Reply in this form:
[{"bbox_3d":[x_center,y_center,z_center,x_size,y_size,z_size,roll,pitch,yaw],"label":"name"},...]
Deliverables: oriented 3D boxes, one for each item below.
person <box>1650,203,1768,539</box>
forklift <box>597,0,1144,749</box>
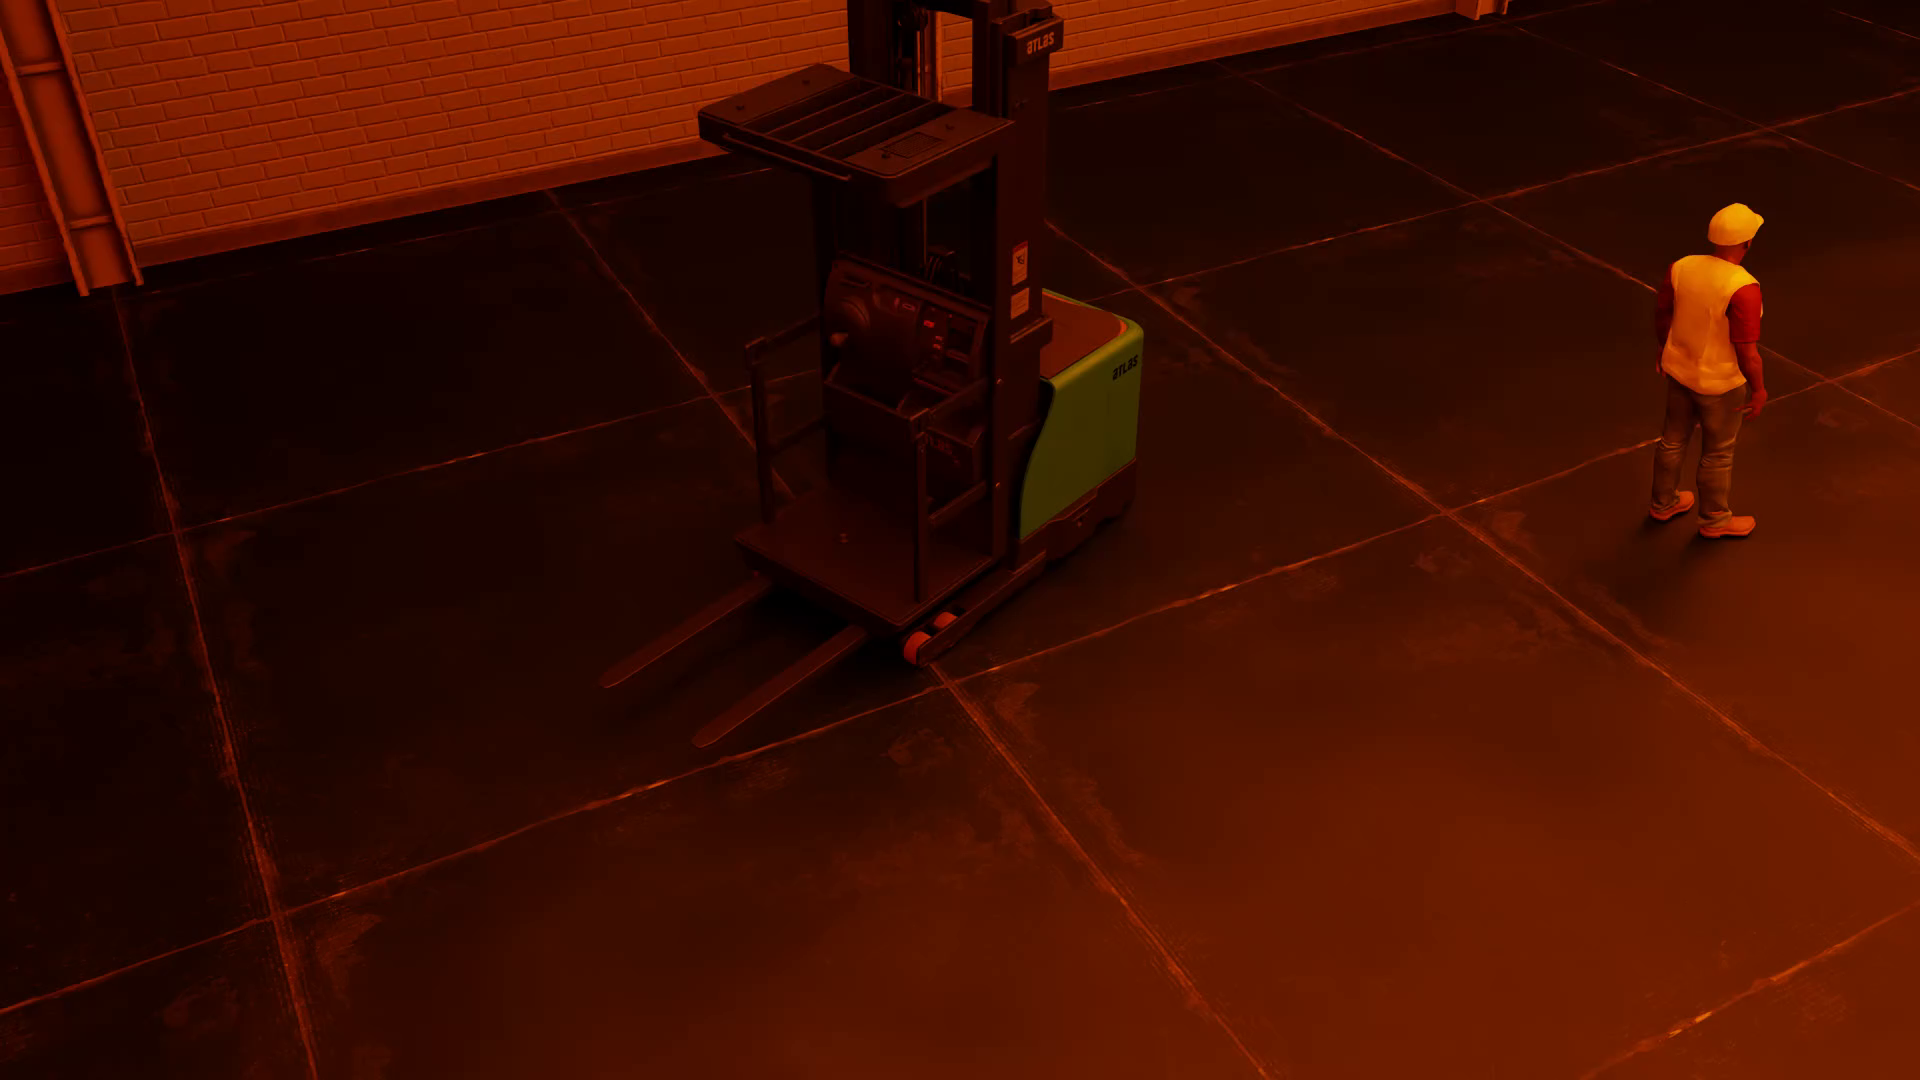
[{"bbox_3d":[3.792,-0.858,8.334,0.578,1.765,0.666,-15,38,-20],"label":"person"},{"bbox_3d":[-0.390,-0.927,7.434,1.130,2.935,3.031,26,43,31],"label":"forklift"}]
